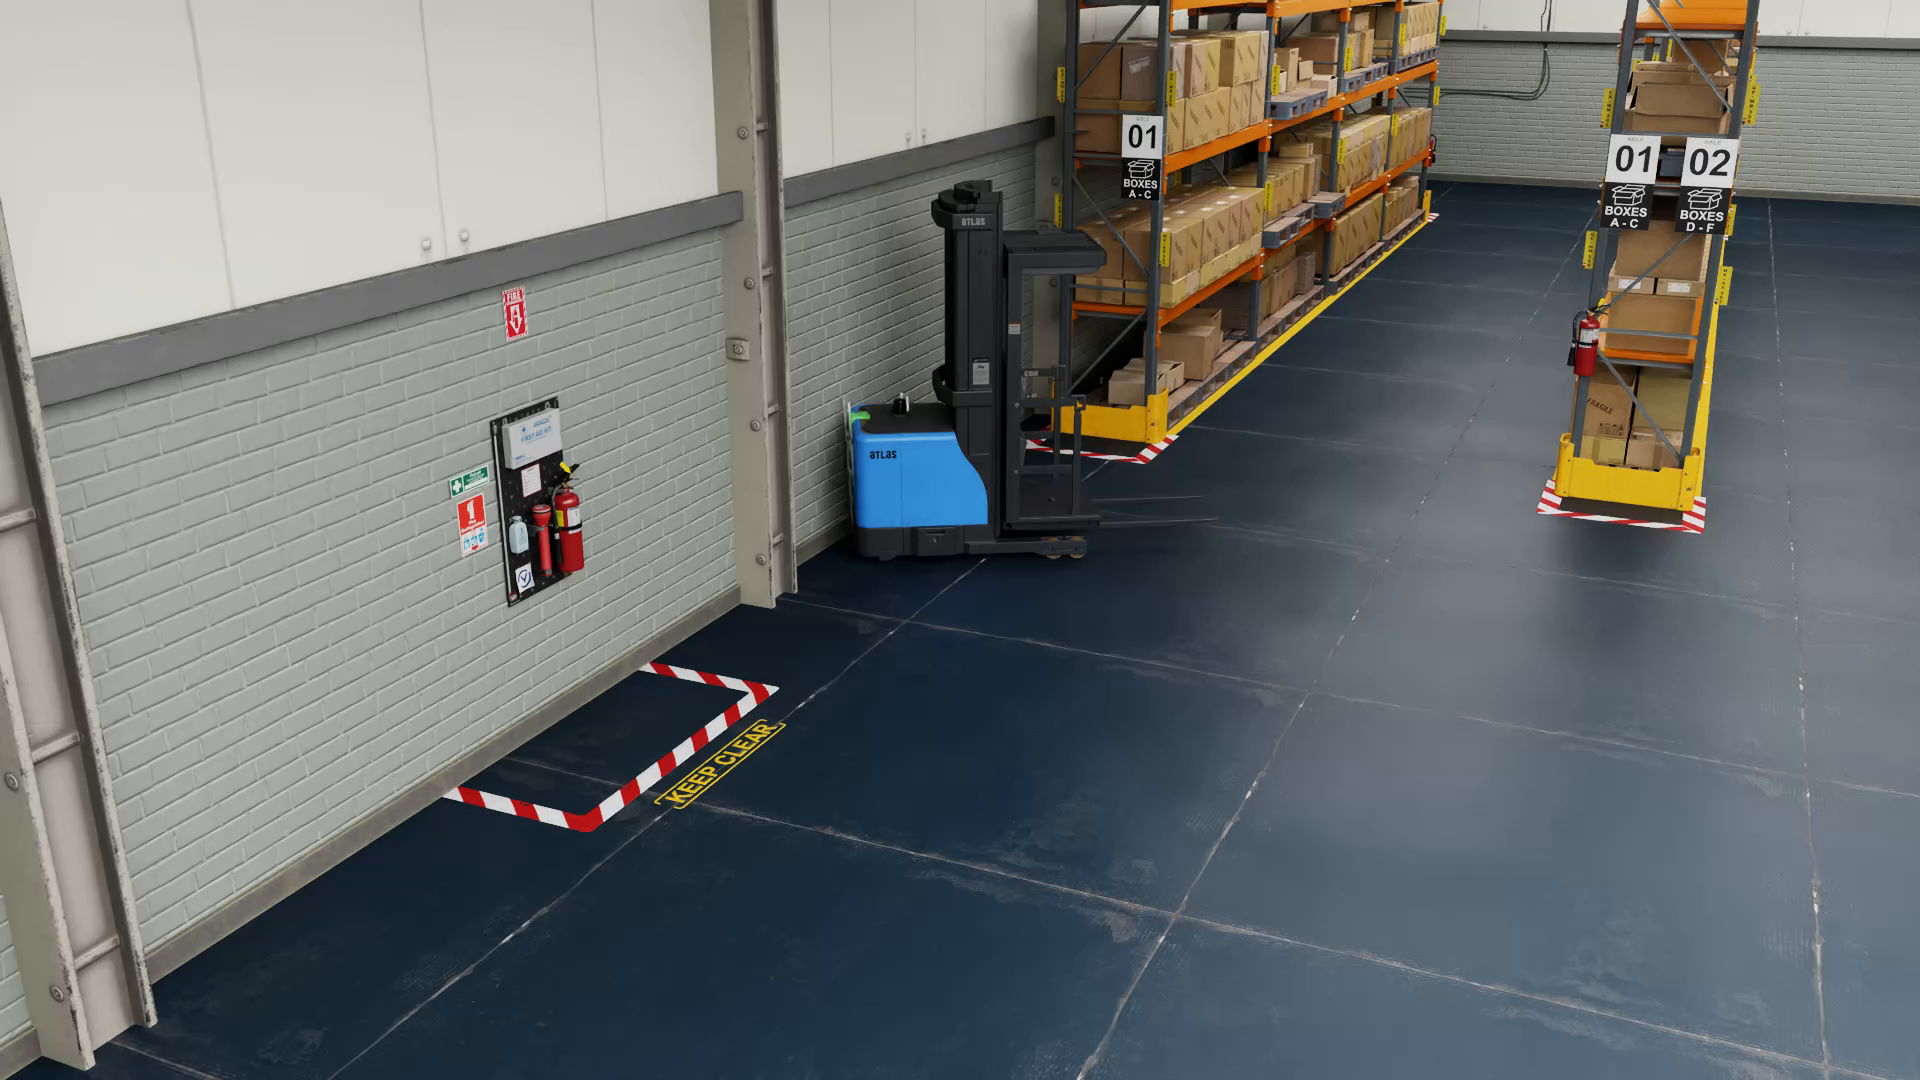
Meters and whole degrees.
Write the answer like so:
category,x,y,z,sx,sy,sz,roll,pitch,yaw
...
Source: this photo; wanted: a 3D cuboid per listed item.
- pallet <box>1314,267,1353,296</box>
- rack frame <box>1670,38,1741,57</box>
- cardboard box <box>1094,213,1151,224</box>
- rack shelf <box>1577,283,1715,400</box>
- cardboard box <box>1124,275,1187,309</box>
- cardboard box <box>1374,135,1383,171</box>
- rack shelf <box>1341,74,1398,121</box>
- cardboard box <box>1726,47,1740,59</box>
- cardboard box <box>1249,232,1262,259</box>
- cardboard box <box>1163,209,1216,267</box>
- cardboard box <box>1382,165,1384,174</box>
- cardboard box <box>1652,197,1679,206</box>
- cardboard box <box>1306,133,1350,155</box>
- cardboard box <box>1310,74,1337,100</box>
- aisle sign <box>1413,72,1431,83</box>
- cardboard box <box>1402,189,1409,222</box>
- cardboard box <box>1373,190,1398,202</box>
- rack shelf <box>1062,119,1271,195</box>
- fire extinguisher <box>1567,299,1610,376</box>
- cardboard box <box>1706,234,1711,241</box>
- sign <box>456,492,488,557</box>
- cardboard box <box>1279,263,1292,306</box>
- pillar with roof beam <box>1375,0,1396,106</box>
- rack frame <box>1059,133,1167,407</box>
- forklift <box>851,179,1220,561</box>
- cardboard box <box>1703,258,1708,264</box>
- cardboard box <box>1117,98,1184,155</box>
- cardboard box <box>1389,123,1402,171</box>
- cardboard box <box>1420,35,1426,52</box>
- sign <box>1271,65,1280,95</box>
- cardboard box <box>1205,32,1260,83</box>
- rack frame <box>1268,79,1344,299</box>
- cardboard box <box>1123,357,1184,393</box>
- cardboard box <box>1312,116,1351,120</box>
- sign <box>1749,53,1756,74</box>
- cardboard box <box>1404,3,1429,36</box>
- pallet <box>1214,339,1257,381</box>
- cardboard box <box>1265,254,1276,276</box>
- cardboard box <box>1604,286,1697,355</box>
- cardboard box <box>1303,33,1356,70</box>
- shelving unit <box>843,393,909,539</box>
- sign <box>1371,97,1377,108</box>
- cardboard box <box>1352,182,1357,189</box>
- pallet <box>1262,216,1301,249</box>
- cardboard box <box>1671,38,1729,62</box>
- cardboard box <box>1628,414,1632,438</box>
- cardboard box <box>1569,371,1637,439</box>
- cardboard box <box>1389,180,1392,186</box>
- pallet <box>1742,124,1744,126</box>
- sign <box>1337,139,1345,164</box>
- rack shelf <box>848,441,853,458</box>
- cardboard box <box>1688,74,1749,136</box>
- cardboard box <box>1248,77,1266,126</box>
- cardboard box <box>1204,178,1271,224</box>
category,x,y,z,sx,sy,sz,roll,pitch,yaw
pallet,5.153,-3.843,24.459,1.003,0.211,1.213,9,21,23
rack frame,10.920,-8.297,23.868,1.000,3.000,0.127,9,21,23
cardboard box,1.700,-3.098,17.279,0.500,0.500,0.500,9,21,23
rack shelf,6.825,-2.074,16.398,1.077,0.370,4.000,9,21,23
cardboard box,1.975,-2.525,16.785,0.500,0.250,0.500,8,21,21
cardboard box,6.241,-6.012,25.775,0.500,0.500,0.500,9,21,23
rack shelf,5.581,-6.612,24.680,1.077,0.370,4.000,9,21,23
cardboard box,11.346,-7.163,24.634,0.500,0.250,0.500,9,21,23
cardboard box,3.206,-3.455,19.402,0.500,0.250,0.500,9,21,23
cardboard box,2.384,-3.184,17.520,0.500,0.500,0.500,8,21,21
cardboard box,6.519,-5.897,26.420,0.380,0.149,0.250,9,21,23
cardboard box,6.647,-2.933,15.654,0.700,0.500,0.500,9,21,23
cardboard box,5.195,-5.588,23.463,0.500,0.250,0.500,9,22,24
cardboard box,4.713,-6.049,22.129,0.500,0.311,0.500,9,21,23
aisle sign,8.341,-8.577,29.730,0.394,0.787,0.004,9,21,23
cardboard box,7.432,-5.857,29.065,0.700,0.500,0.500,8,21,21
cardboard box,7.106,-5.769,27.848,0.380,0.149,0.250,9,22,25
rack shelf,2.305,-4.166,17.803,1.077,0.370,4.000,9,21,23
fire extinguisher,5.534,-1.793,14.649,0.296,0.674,0.183,9,21,23
cardboard box,7.414,-3.029,16.891,0.380,0.149,0.250,9,21,23
sign,-2.841,-0.091,9.693,0.001,0.329,0.234,9,21,23
cardboard box,4.020,-3.431,22.213,0.700,0.500,0.500,8,21,22
pillar with roof beam,12.282,-10.551,30.208,9.100,9.000,0.400,9,21,23
rack frame,1.486,-2.480,16.466,1.000,3.000,0.127,9,21,23
forklift,0.619,-1.403,13.539,3.031,2.935,1.130,-2,20,-6
cardboard box,6.785,-2.561,15.575,0.380,0.149,0.250,8,21,21
cardboard box,1.851,-4.018,16.135,0.500,0.500,0.500,9,22,24
cardboard box,6.637,-6.454,27.191,0.980,0.700,0.700,9,21,24
cardboard box,7.559,-8.380,28.026,0.500,0.250,0.500,8,21,21
sign,3.622,-5.288,19.113,0.100,0.325,0.005,9,21,23
cardboard box,2.950,-5.284,18.201,0.500,0.500,0.500,10,22,26
rack frame,4.762,-4.926,23.343,1.000,3.000,0.127,9,21,23
cardboard box,2.084,-1.794,17.893,0.500,0.311,0.500,11,22,27
cardboard box,5.765,-6.433,25.839,0.500,0.250,0.500,9,21,23
sign,9.785,-5.863,20.611,0.100,0.325,0.005,9,21,23
cardboard box,7.566,-8.739,27.917,0.500,0.500,0.500,8,21,20
pallet,2.881,-2.179,19.781,1.003,0.211,1.213,9,21,23
cardboard box,3.797,-3.608,21.592,0.500,0.250,0.500,8,21,21
cardboard box,6.209,-1.990,14.938,0.700,0.500,0.500,9,21,23
cardboard box,5.315,-7.086,24.135,0.700,0.500,0.500,10,22,25
shelving unit,-0.663,-0.589,13.813,0.503,1.200,0.258,-7,14,-13
sign,7.534,-7.895,30.281,0.100,0.325,0.005,9,21,23
cardboard box,5.726,-5.356,24.898,0.380,0.149,0.250,9,21,23
pallet,3.569,-3.826,20.538,1.003,0.211,1.213,9,21,23
cardboard box,8.145,-5.279,18.337,0.500,0.500,0.500,11,22,28
cardboard box,6.150,-1.063,15.958,0.500,0.250,0.500,9,21,23
cardboard box,5.955,-1.262,15.399,0.500,0.500,0.500,9,21,23
cardboard box,7.401,-6.304,29.353,0.380,0.149,0.250,9,21,23
pallet,8.631,-5.010,19.384,1.003,0.211,1.213,10,22,25
sign,5.261,-5.362,22.961,0.100,0.325,0.005,9,21,23
rack shelf,-0.673,-0.760,13.772,0.480,0.148,0.258,-7,14,-13
cardboard box,6.936,-3.996,15.267,0.500,0.500,0.500,9,21,23
cardboard box,3.141,-4.984,18.850,0.500,0.500,0.500,9,22,24
cardboard box,3.363,-4.108,20.239,0.700,0.500,0.500,9,21,23
